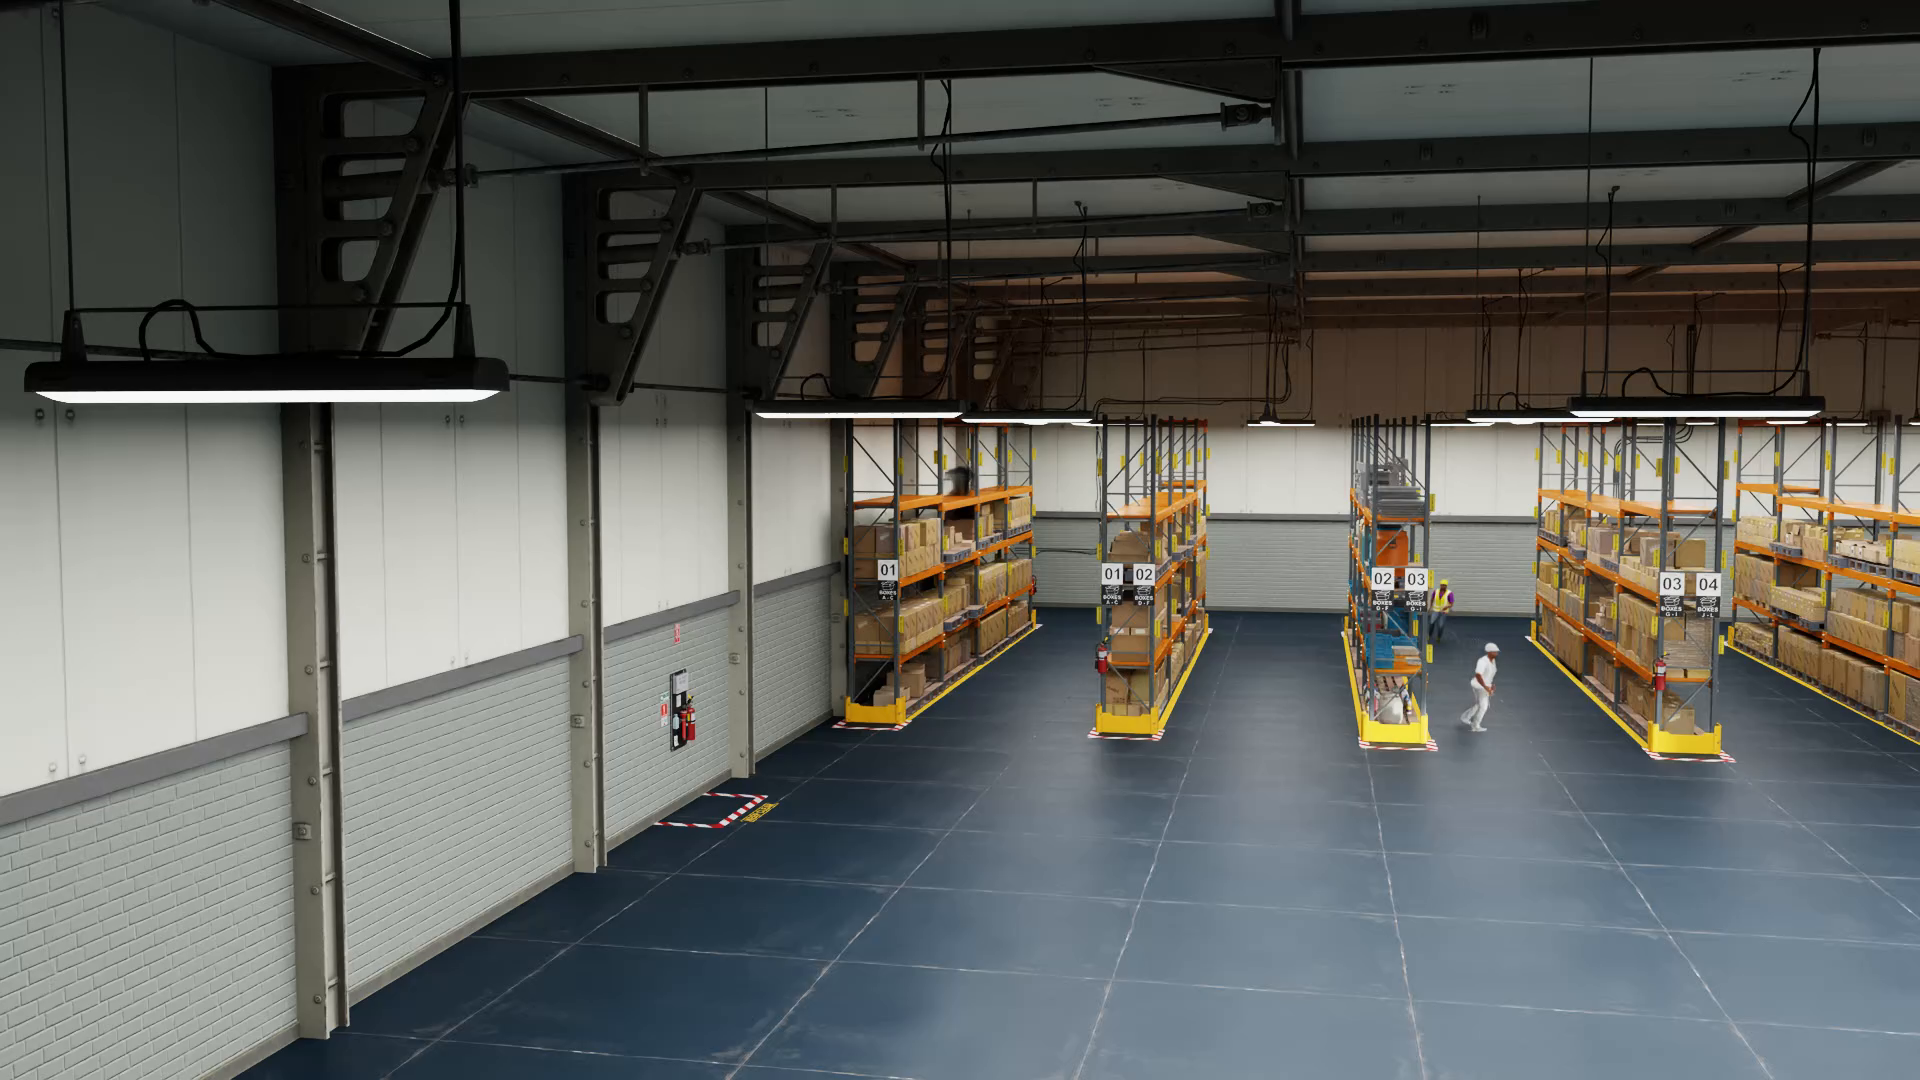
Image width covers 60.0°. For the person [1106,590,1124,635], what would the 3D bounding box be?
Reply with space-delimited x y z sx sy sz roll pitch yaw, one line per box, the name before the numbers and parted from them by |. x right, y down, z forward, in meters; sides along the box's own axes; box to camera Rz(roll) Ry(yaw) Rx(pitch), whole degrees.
person | 4.373 1.822 45.986 0.687 1.643 0.743 3 5 34

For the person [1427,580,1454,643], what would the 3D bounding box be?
person | 12.733 1.898 44.150 0.770 1.712 0.802 2 4 28

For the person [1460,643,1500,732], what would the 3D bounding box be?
person | 9.836 2.782 31.481 0.798 1.702 0.671 3 5 38
